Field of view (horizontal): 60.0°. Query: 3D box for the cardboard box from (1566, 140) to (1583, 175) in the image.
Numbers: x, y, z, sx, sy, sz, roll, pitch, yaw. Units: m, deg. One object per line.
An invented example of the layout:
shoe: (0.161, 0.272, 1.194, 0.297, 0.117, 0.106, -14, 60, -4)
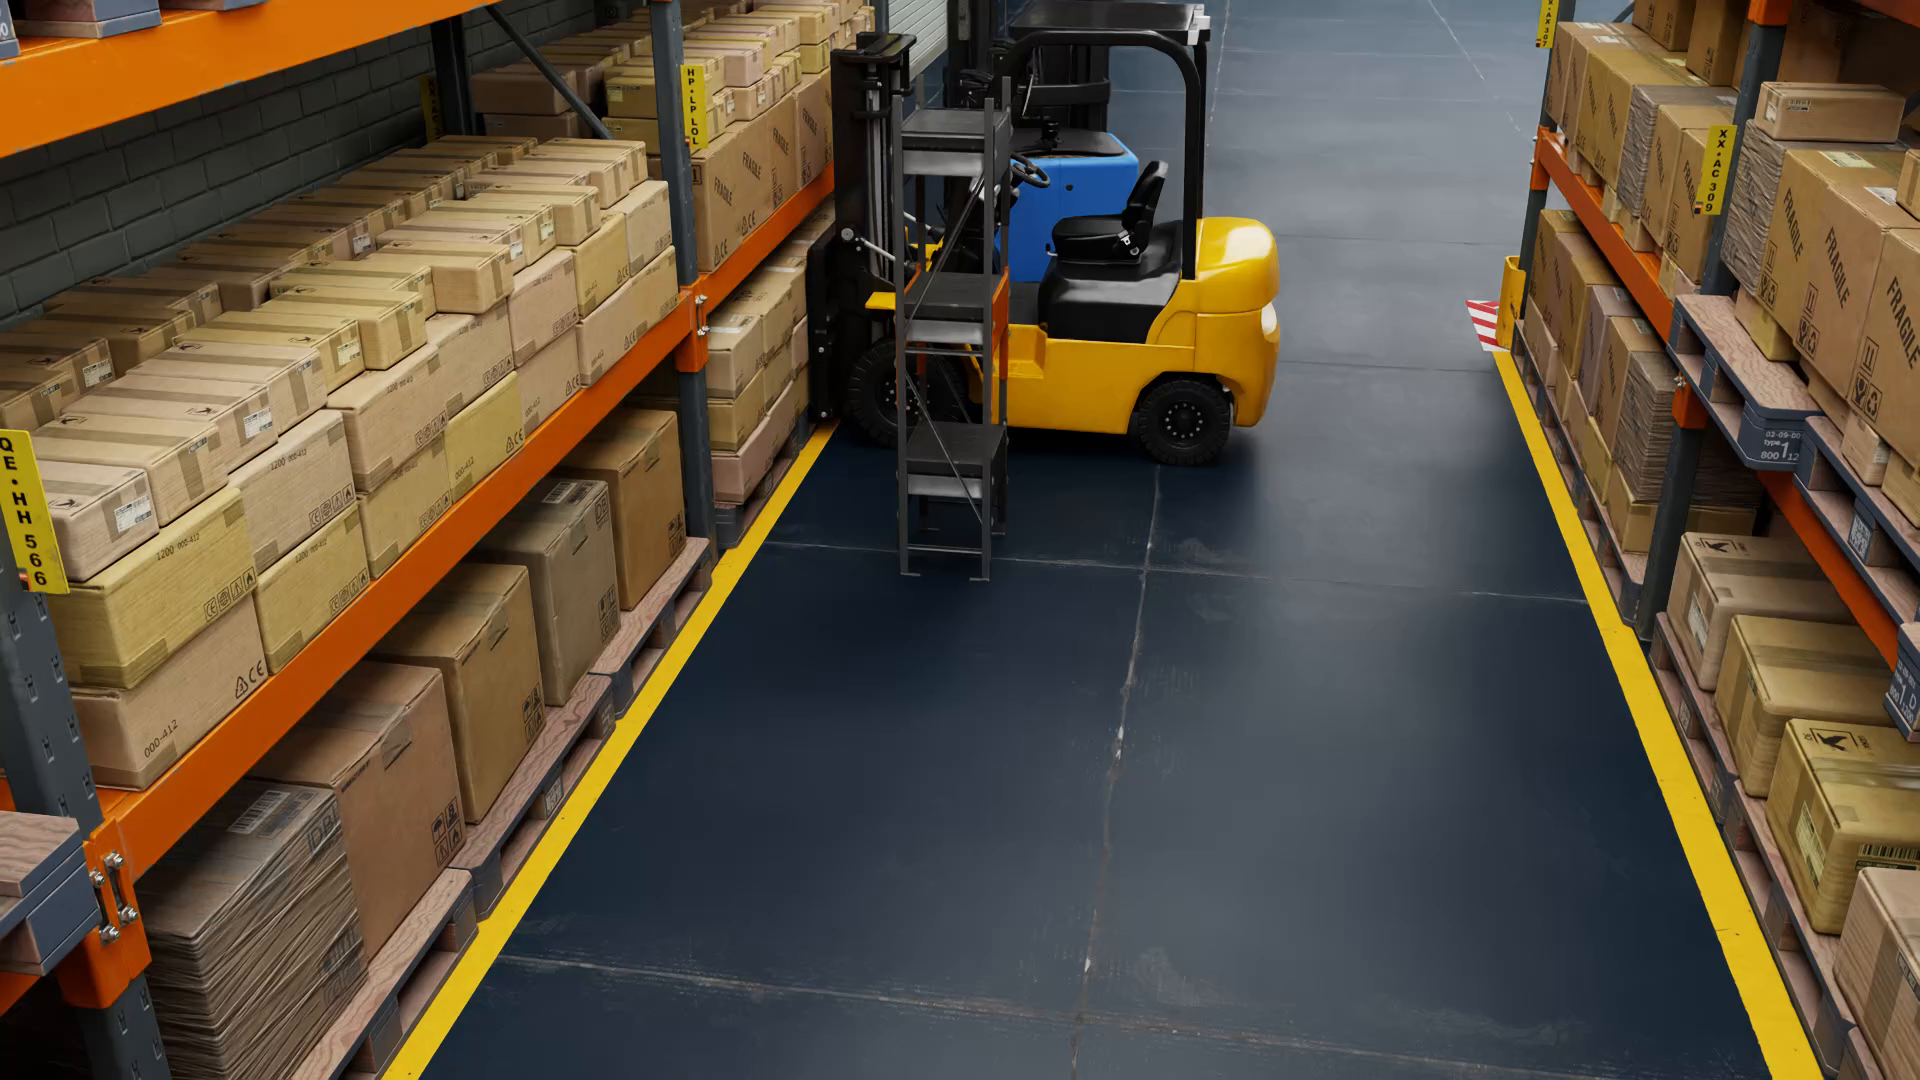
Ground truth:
cardboard box: (3.457, -2.042, 8.871, 0.380, 0.149, 0.250, 4, 25, 9)

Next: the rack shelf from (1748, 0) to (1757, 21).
rack shelf: (3.628, -2.795, 7.493, 1.077, 0.370, 4.000, 4, 25, 9)

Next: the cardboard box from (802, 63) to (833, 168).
cardboard box: (-0.942, -2.331, 9.075, 0.500, 0.500, 0.500, 4, 25, 8)

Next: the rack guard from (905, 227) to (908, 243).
rack guard: (-0.939, -1.819, 11.046, 1.175, 0.500, 0.348, 4, 25, 9)

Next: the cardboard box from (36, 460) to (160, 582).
cardboard box: (-1.908, -0.047, 3.429, 0.380, 0.149, 0.250, 5, 26, 10)

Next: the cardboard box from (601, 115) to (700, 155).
cardboard box: (-1.285, -1.722, 7.007, 0.380, 0.149, 0.250, 4, 25, 8)

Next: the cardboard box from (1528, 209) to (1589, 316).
cardboard box: (3.546, -1.555, 9.397, 0.500, 0.500, 0.500, 3, 25, 7)

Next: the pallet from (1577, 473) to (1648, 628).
pallet: (3.376, 0.054, 7.385, 1.003, 0.211, 1.213, 4, 25, 9)

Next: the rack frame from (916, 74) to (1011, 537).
rack frame: (0.013, -0.984, 7.375, 0.400, 2.100, 0.015, 4, 25, 9)

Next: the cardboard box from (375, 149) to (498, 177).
cardboard box: (-1.962, -1.366, 6.247, 0.380, 0.149, 0.250, 3, 25, 7)

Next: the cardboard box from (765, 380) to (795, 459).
cardboard box: (-1.123, -0.606, 8.253, 0.500, 0.250, 0.500, 3, 25, 7)

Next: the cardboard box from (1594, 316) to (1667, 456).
cardboard box: (3.214, -0.689, 7.547, 0.500, 0.500, 0.500, 4, 25, 9)

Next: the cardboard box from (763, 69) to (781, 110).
cardboard box: (-1.072, -2.149, 7.920, 0.380, 0.149, 0.250, 4, 25, 8)

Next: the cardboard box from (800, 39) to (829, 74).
cardboard box: (-0.909, -2.577, 8.835, 0.380, 0.149, 0.250, 4, 25, 9)

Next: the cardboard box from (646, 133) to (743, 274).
cardboard box: (-1.267, -1.481, 7.257, 0.500, 0.500, 0.500, 3, 25, 7)

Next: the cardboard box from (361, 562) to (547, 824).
cardboard box: (-1.926, 0.475, 5.503, 0.875, 0.625, 0.625, 3, 25, 6)

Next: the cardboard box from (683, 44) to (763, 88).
cardboard box: (-1.122, -2.178, 7.631, 0.380, 0.149, 0.250, 5, 25, 10)

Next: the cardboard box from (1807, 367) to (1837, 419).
cardboard box: (2.795, -0.460, 4.996, 0.380, 0.149, 0.250, 4, 25, 9)

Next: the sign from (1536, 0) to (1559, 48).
sign: (3.419, -3.028, 9.660, 0.100, 0.325, 0.005, 4, 25, 9)

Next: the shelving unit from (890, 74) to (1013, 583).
shelving unit: (-0.027, -0.882, 7.157, 0.431, 2.100, 0.503, 4, 25, 9)

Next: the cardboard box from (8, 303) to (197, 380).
cardboard box: (-2.271, -0.517, 4.432, 0.380, 0.149, 0.250, 4, 25, 8)

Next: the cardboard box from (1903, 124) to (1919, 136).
cardboard box: (3.452, -1.087, 5.569, 0.500, 0.500, 0.500, 4, 25, 8)

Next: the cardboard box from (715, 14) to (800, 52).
cardboard box: (-1.039, -2.608, 8.550, 0.380, 0.149, 0.250, 4, 25, 9)

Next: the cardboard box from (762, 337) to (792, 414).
cardboard box: (-1.133, -0.831, 8.145, 0.500, 0.250, 0.500, 4, 25, 8)

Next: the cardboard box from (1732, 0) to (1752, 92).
cardboard box: (3.800, -2.148, 7.152, 0.700, 0.500, 0.500, 3, 25, 7)

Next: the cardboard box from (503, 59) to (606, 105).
cardboard box: (-1.761, -1.998, 7.247, 0.380, 0.149, 0.250, 3, 25, 7)

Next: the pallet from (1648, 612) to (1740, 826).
pallet: (3.175, 0.663, 6.084, 1.003, 0.211, 1.213, 4, 25, 9)

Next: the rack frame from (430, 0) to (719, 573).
rack frame: (-1.597, -1.268, 6.920, 1.000, 3.000, 0.127, 4, 25, 9)

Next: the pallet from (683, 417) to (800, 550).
pallet: (-1.426, -0.335, 8.216, 1.003, 0.211, 1.213, 4, 25, 9)

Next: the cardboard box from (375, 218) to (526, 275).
cardboard box: (-1.613, -0.912, 5.277, 0.380, 0.149, 0.250, 4, 25, 9)

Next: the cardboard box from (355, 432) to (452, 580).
cardboard box: (-1.773, -0.122, 4.648, 0.500, 0.250, 0.500, 3, 25, 7)

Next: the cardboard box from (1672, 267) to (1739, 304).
cardboard box: (3.052, -0.967, 6.575, 0.380, 0.149, 0.250, 4, 25, 8)

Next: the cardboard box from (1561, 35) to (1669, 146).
cardboard box: (3.522, -2.383, 8.833, 0.500, 0.500, 0.500, 5, 26, 10)

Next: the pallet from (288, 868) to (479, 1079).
pallet: (-2.078, 1.326, 4.667, 1.003, 0.211, 1.213, 4, 25, 9)

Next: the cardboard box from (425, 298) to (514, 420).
cardboard box: (-1.692, -0.564, 5.005, 0.500, 0.250, 0.500, 4, 25, 9)

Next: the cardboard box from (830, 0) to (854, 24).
cardboard box: (-0.820, -3.034, 9.459, 0.380, 0.149, 0.250, 5, 25, 10)

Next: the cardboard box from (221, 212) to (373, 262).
cardboard box: (-2.126, -0.945, 5.348, 0.380, 0.149, 0.250, 4, 25, 8)

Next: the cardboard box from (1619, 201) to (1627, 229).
cardboard box: (3.287, -1.497, 7.707, 0.380, 0.149, 0.250, 4, 25, 8)

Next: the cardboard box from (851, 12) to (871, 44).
cardboard box: (-0.736, -3.006, 9.752, 0.380, 0.149, 0.250, 4, 25, 9)

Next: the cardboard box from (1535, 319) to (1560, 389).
cardboard box: (3.459, -1.012, 9.122, 0.500, 0.250, 0.500, 5, 26, 10)

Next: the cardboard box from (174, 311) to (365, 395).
cardboard box: (-1.807, -0.485, 4.365, 0.380, 0.149, 0.250, 4, 25, 9)

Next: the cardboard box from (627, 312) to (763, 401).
cardboard box: (-1.208, -0.846, 7.588, 0.500, 0.250, 0.500, 4, 25, 8)

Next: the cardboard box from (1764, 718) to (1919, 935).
cardboard box: (2.991, 0.886, 4.924, 0.950, 0.372, 0.625, 5, 26, 10)

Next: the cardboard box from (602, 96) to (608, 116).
cardboard box: (-1.740, -1.976, 7.551, 0.380, 0.149, 0.250, 5, 25, 10)

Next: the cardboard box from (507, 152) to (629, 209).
cardboard box: (-1.458, -1.339, 6.190, 0.380, 0.149, 0.250, 4, 25, 8)

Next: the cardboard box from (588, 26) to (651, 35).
cardboard box: (-1.602, -2.429, 8.168, 0.380, 0.149, 0.250, 4, 25, 8)

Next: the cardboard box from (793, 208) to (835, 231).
cardboard box: (-0.861, -1.699, 9.409, 0.500, 0.250, 0.500, 4, 25, 9)

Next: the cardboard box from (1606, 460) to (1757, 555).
cardboard box: (3.132, -0.136, 7.251, 0.500, 0.250, 0.500, 5, 26, 11)

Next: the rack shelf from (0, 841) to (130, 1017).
rack shelf: (-2.577, 1.567, 1.712, 1.077, 0.370, 4.000, 4, 25, 9)

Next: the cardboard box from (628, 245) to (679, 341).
cardboard box: (-1.421, -0.971, 6.463, 0.500, 0.250, 0.500, 5, 25, 10)

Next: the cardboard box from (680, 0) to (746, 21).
cardboard box: (-1.388, -2.856, 9.079, 0.380, 0.149, 0.250, 5, 26, 10)

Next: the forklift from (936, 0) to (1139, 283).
forklift: (0.425, -3.315, 11.376, 1.130, 2.935, 3.031, -3, 25, -7)

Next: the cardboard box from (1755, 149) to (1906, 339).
cardboard box: (2.860, -0.910, 5.192, 0.500, 0.500, 0.500, 4, 25, 9)

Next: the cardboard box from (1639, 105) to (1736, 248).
cardboard box: (3.205, -1.524, 7.000, 0.500, 0.500, 0.500, 5, 26, 10)
